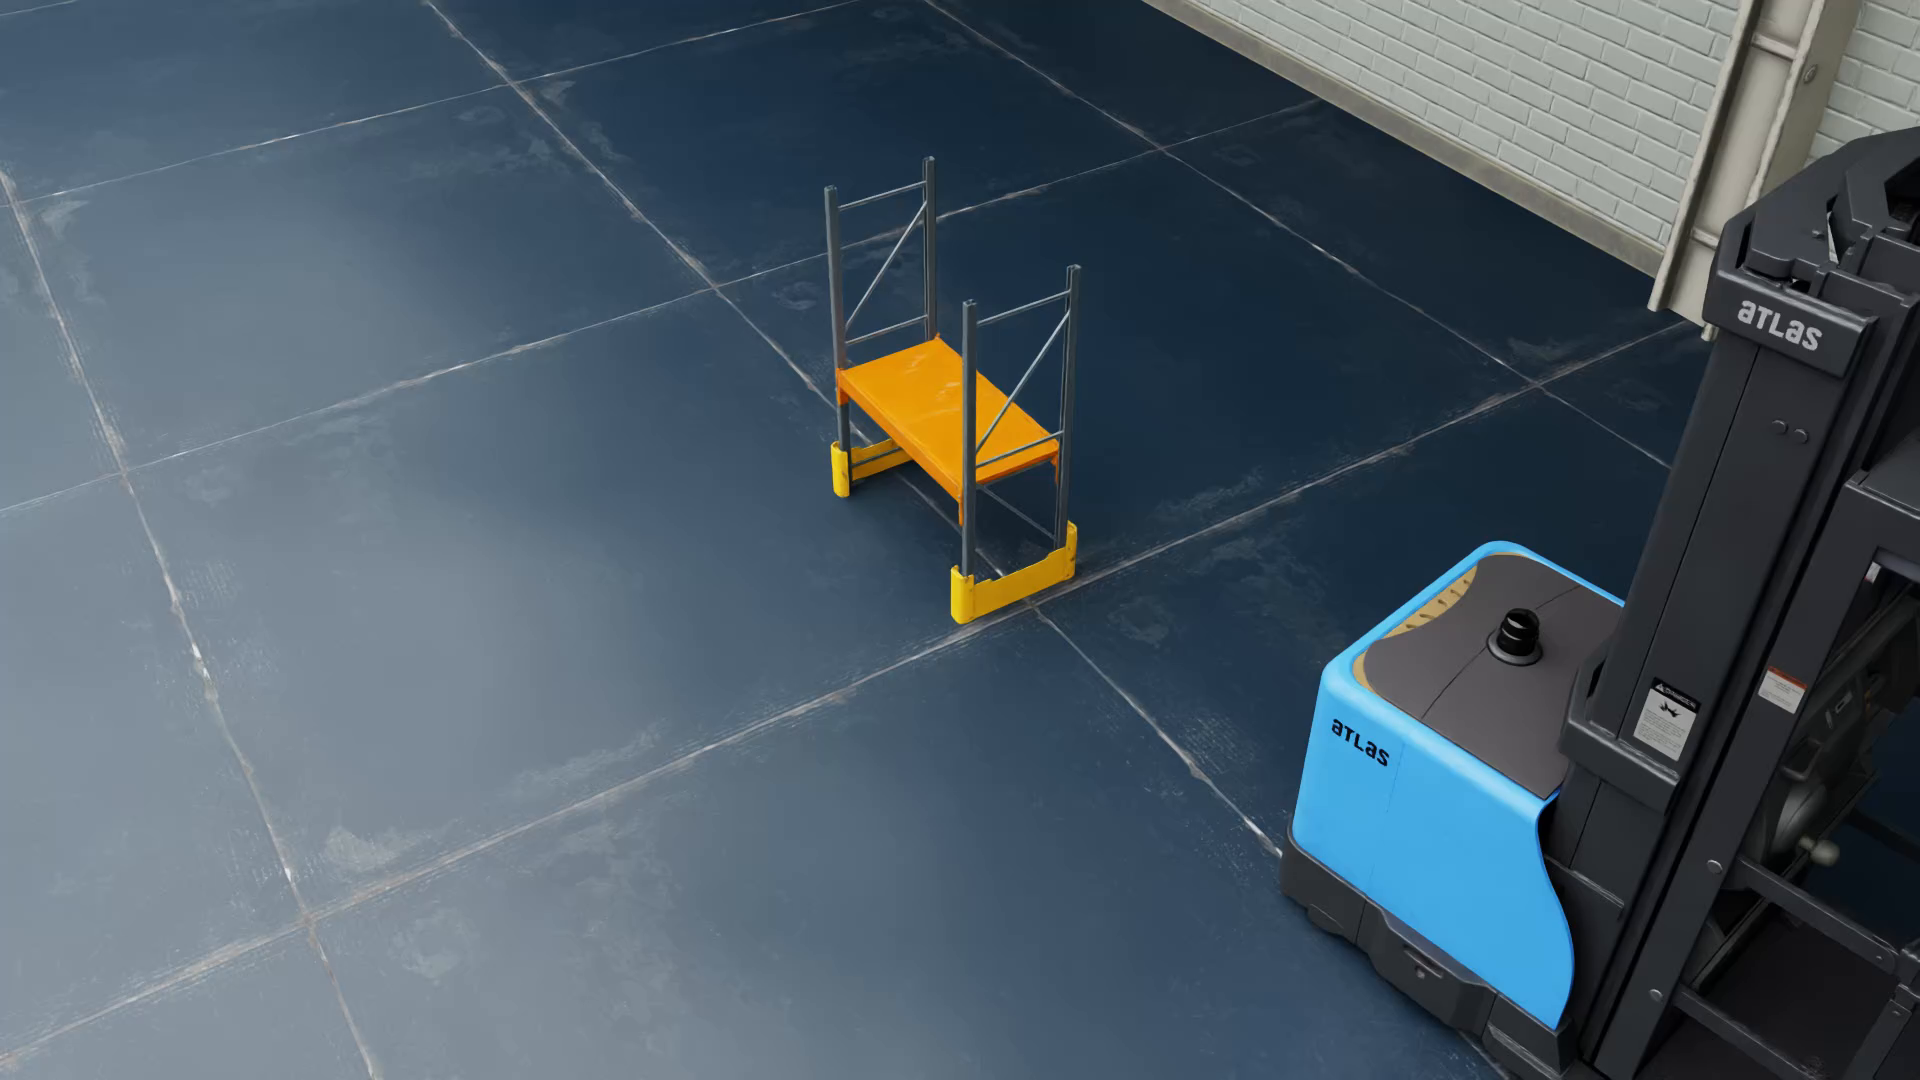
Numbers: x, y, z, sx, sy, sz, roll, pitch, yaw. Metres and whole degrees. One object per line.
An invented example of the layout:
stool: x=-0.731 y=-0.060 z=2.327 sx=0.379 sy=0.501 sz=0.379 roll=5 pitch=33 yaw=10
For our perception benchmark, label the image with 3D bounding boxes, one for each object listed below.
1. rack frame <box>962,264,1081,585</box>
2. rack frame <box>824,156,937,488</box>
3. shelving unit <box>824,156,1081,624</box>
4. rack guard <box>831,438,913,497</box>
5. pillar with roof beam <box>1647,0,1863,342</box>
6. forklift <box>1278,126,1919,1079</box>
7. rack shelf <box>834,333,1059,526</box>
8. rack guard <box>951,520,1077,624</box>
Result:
rack frame: x=0.227 y=-0.348 z=6.496 sx=0.500 sy=1.500 sz=0.032 roll=-22 pitch=45 yaw=-24
rack frame: x=-0.319 y=-0.897 z=7.154 sx=0.500 sy=1.500 sz=0.032 roll=-22 pitch=45 yaw=-24
shelving unit: x=-0.041 y=-0.617 z=6.819 sx=0.587 sy=1.500 sz=1.083 roll=-22 pitch=45 yaw=-24
rack guard: x=-0.309 y=-0.406 z=7.542 sx=0.587 sy=0.250 sz=0.087 roll=-22 pitch=45 yaw=-24
pillar with roof beam: x=0.203 y=-3.141 z=3.990 sx=9.100 sy=9.000 sz=0.400 roll=-22 pitch=45 yaw=-24
forklift: x=2.469 y=0.578 z=4.267 sx=1.130 sy=2.935 sz=3.031 roll=-31 pitch=49 yaw=-32
rack shelf: x=-0.046 y=-0.484 z=6.940 sx=0.538 sy=0.185 sz=1.000 roll=-22 pitch=45 yaw=-24
rack guard: x=0.227 y=0.132 z=6.897 sx=0.587 sy=0.250 sz=0.087 roll=-22 pitch=45 yaw=-24
